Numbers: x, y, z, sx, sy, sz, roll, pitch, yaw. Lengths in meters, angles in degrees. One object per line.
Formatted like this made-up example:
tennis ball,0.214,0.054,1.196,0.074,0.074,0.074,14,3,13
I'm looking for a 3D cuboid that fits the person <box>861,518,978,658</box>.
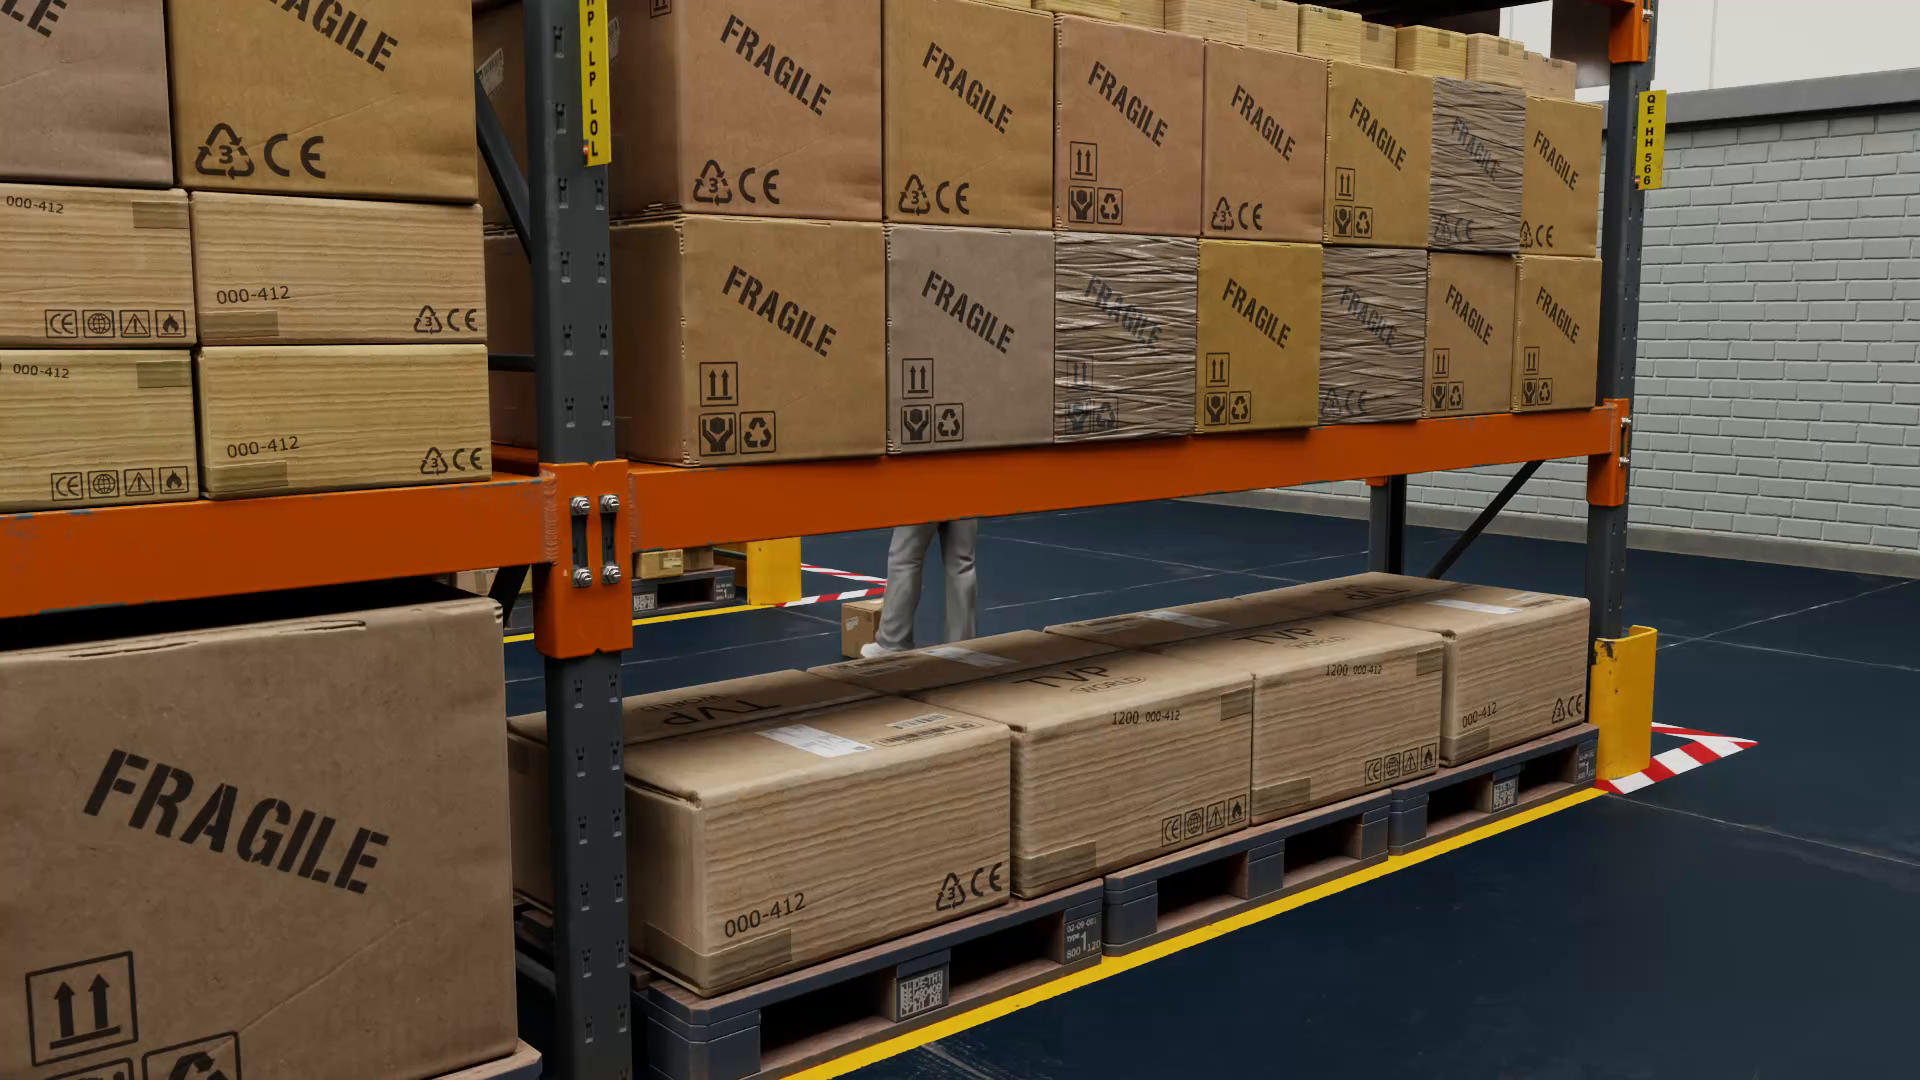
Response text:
person,-0.153,-0.251,7.606,0.499,1.674,0.608,-5,9,-35
